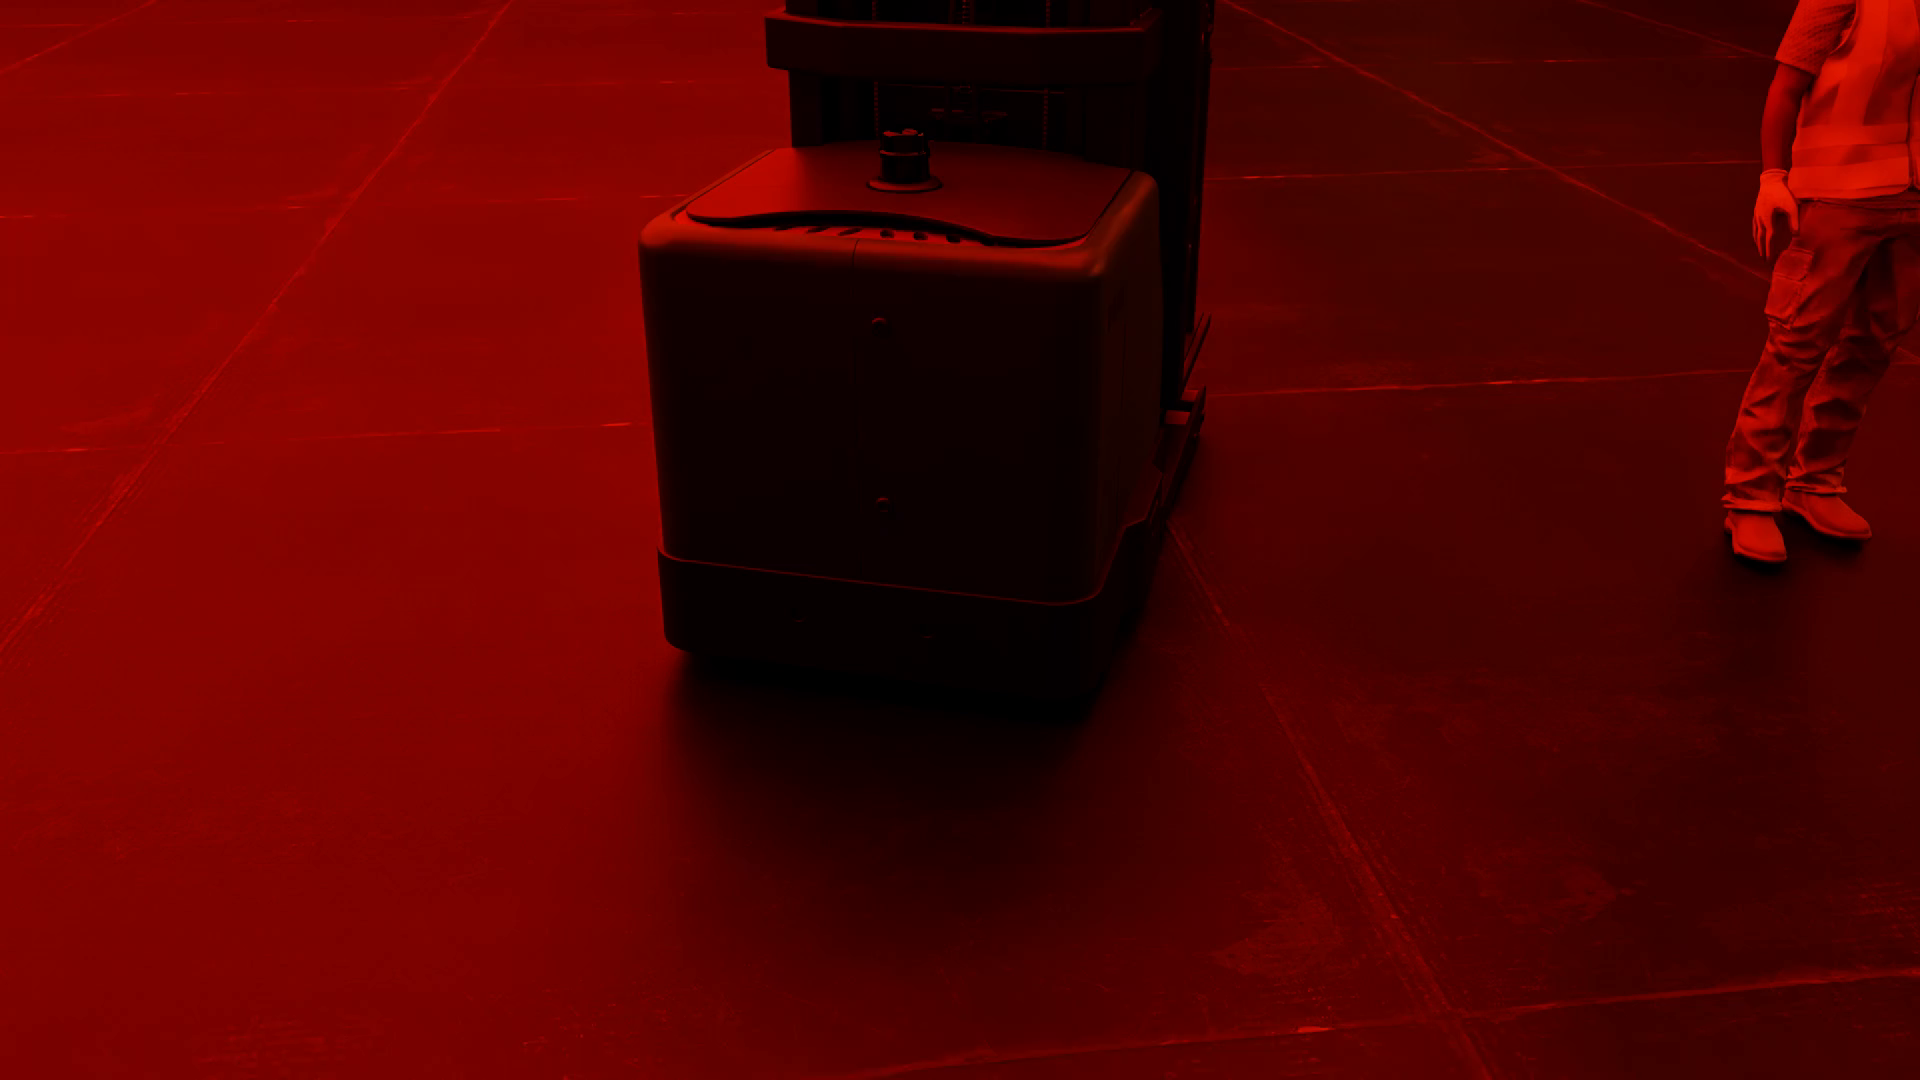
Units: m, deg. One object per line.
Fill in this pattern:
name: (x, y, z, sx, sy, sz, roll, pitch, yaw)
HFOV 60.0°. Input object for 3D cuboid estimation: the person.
person: (2.393, -0.848, 4.295, 0.656, 1.782, 0.578, -2, 26, -4)

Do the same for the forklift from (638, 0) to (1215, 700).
forklift: (0.156, -1.583, 4.514, 1.130, 2.935, 3.031, 6, 26, 13)
